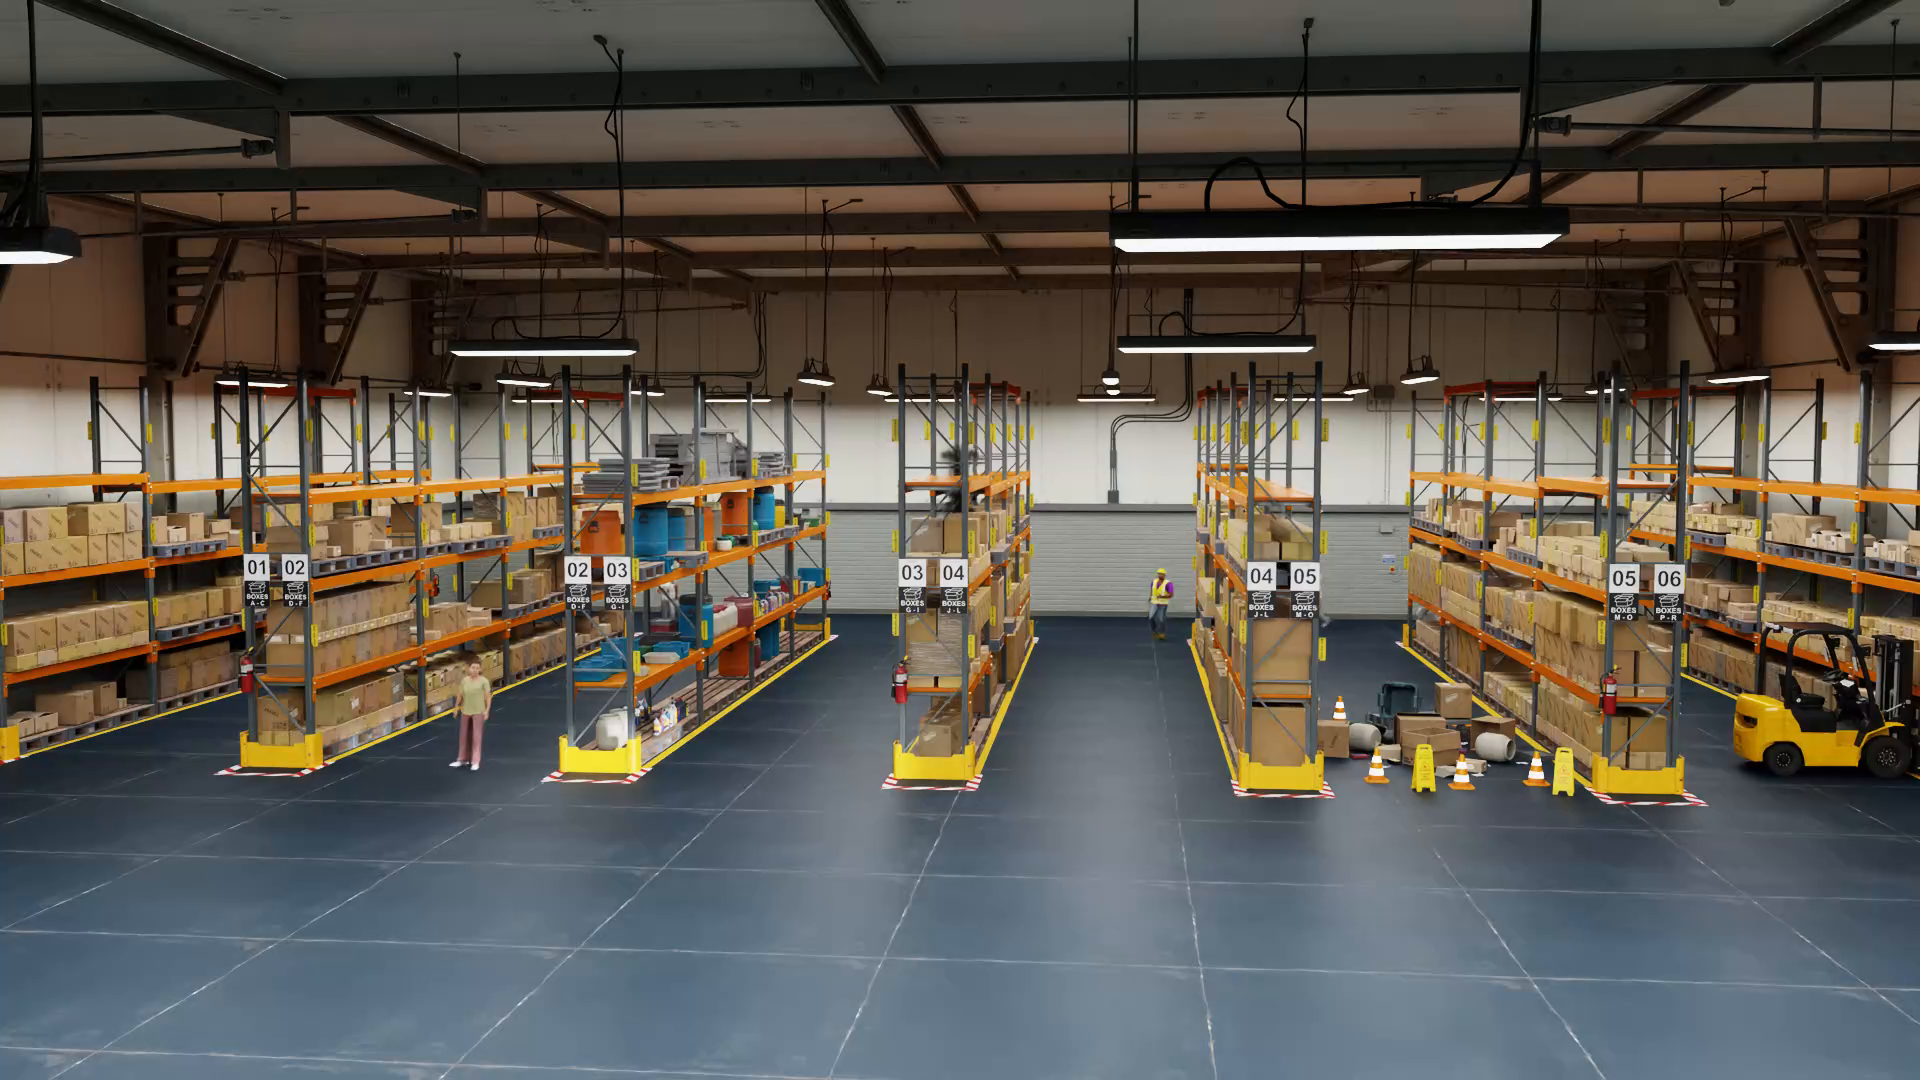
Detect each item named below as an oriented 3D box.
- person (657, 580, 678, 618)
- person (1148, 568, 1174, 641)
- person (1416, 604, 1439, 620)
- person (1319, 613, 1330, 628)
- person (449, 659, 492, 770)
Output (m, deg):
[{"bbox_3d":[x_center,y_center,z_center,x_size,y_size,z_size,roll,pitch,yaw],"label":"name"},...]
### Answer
[{"bbox_3d":[-7.221,1.520,41.128,0.536,1.749,0.848,-1,4,-16],"label":"person"},{"bbox_3d":[4.843,1.567,40.182,0.685,1.777,0.665,2,4,31],"label":"person"},{"bbox_3d":[11.418,1.527,40.418,0.761,1.791,0.686,0,4,-5],"label":"person"},{"bbox_3d":[8.917,1.518,42.120,1.068,1.671,0.654,-1,4,-14],"label":"person"},{"bbox_3d":[-7.328,2.598,24.859,0.661,1.656,0.447,0,4,4],"label":"person"}]
